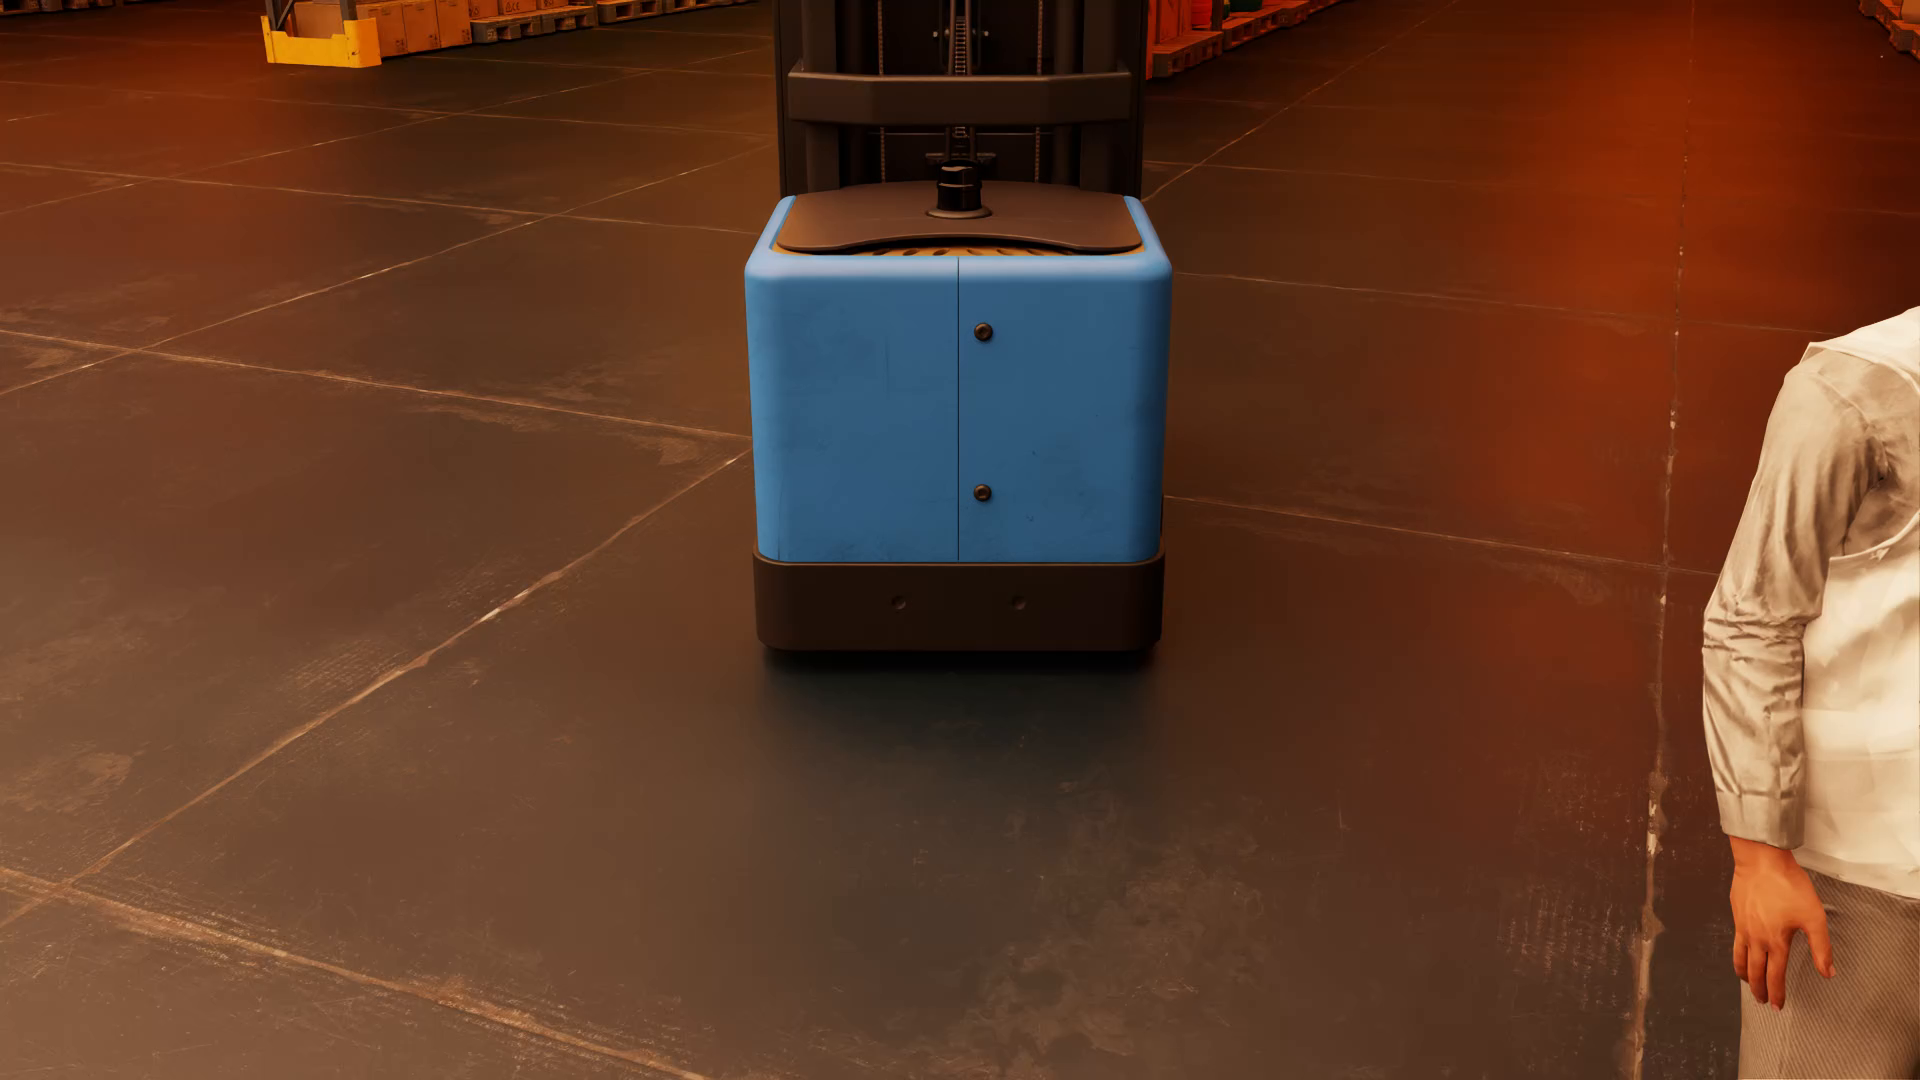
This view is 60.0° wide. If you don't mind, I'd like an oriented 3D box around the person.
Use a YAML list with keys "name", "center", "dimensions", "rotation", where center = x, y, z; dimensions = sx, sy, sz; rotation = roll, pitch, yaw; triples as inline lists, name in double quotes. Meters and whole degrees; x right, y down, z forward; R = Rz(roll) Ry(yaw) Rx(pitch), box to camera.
- name: "person"
  center: [1.148, 0.372, 1.883]
  dimensions: [0.632, 1.773, 0.569]
  rotation: [-8, 24, -17]

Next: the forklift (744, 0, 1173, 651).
- name: "forklift"
  center: [0.002, -1.587, 5.089]
  dimensions: [1.130, 2.935, 3.031]
  rotation: [0, 23, 0]
